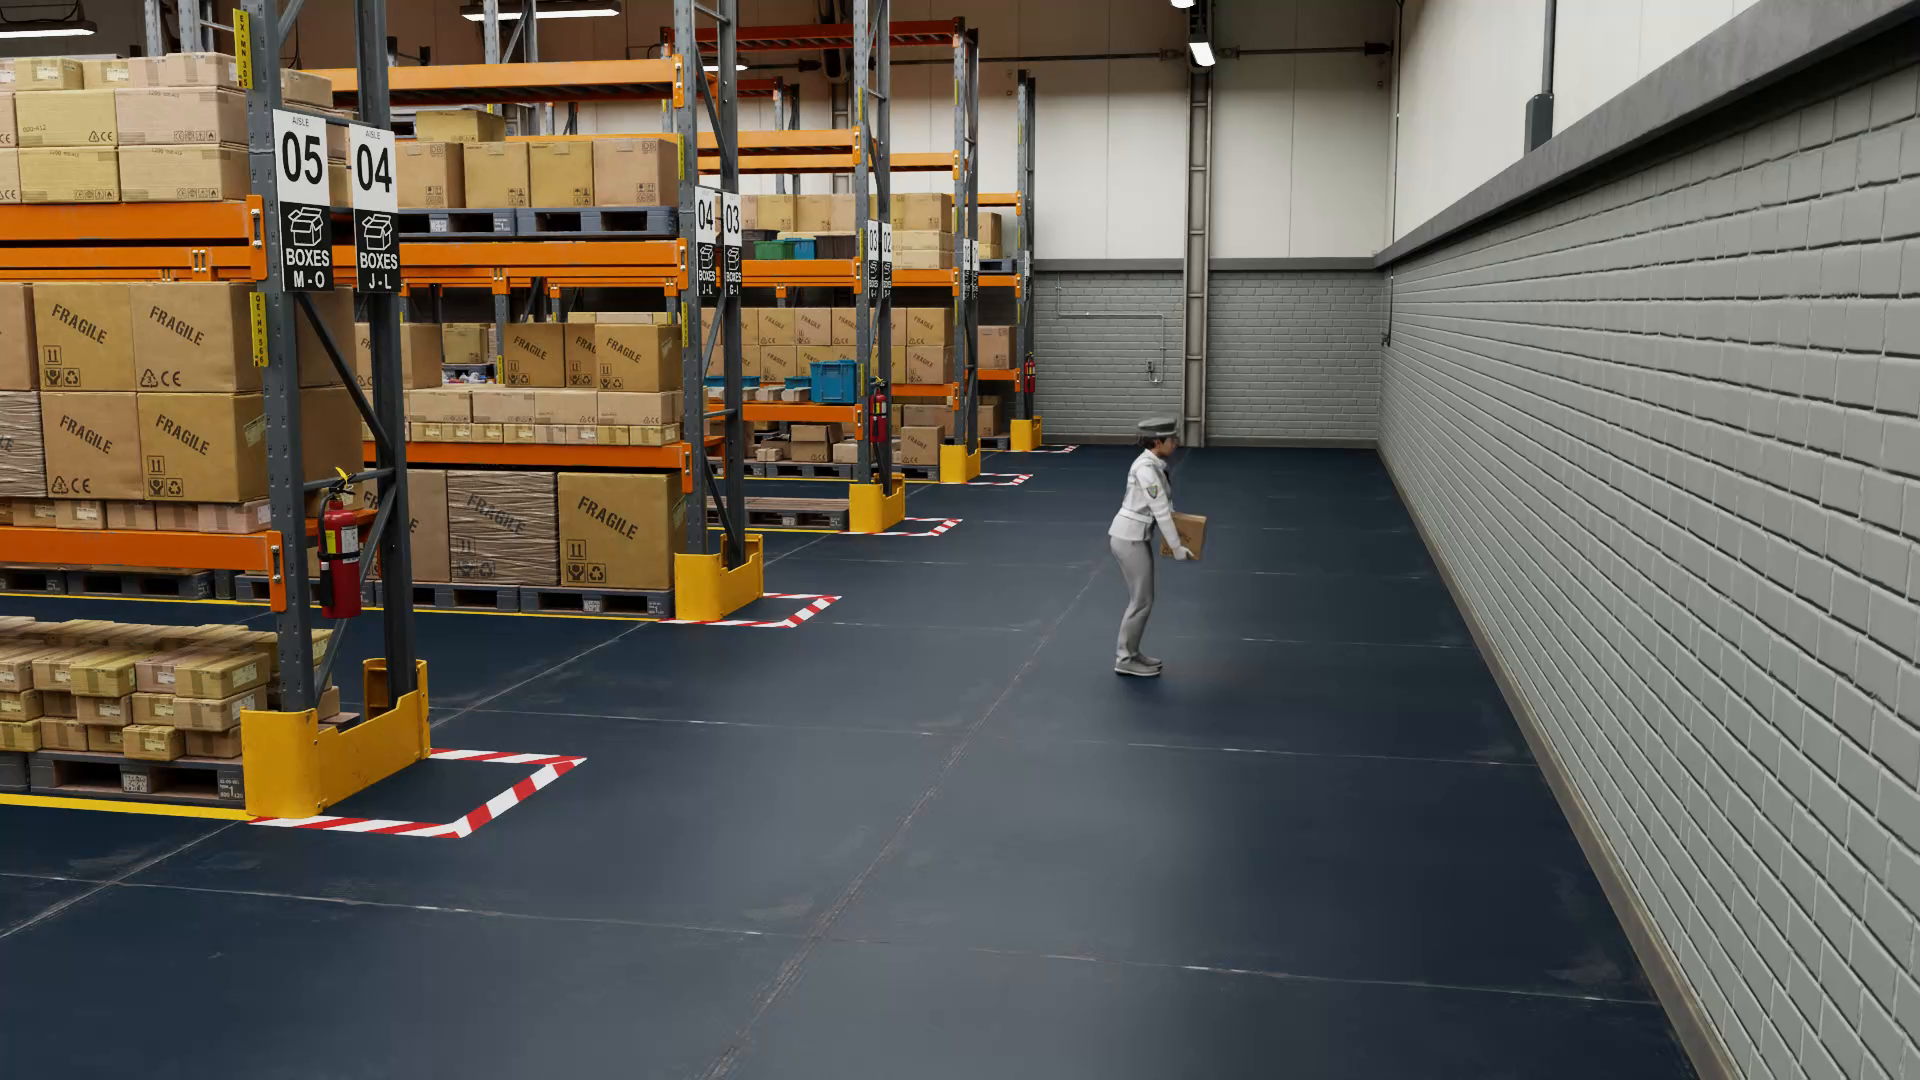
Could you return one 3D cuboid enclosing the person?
[{"bbox_3d":[1.227,0.038,10.644,0.551,1.647,0.415,1,8,10],"label":"person"}]
